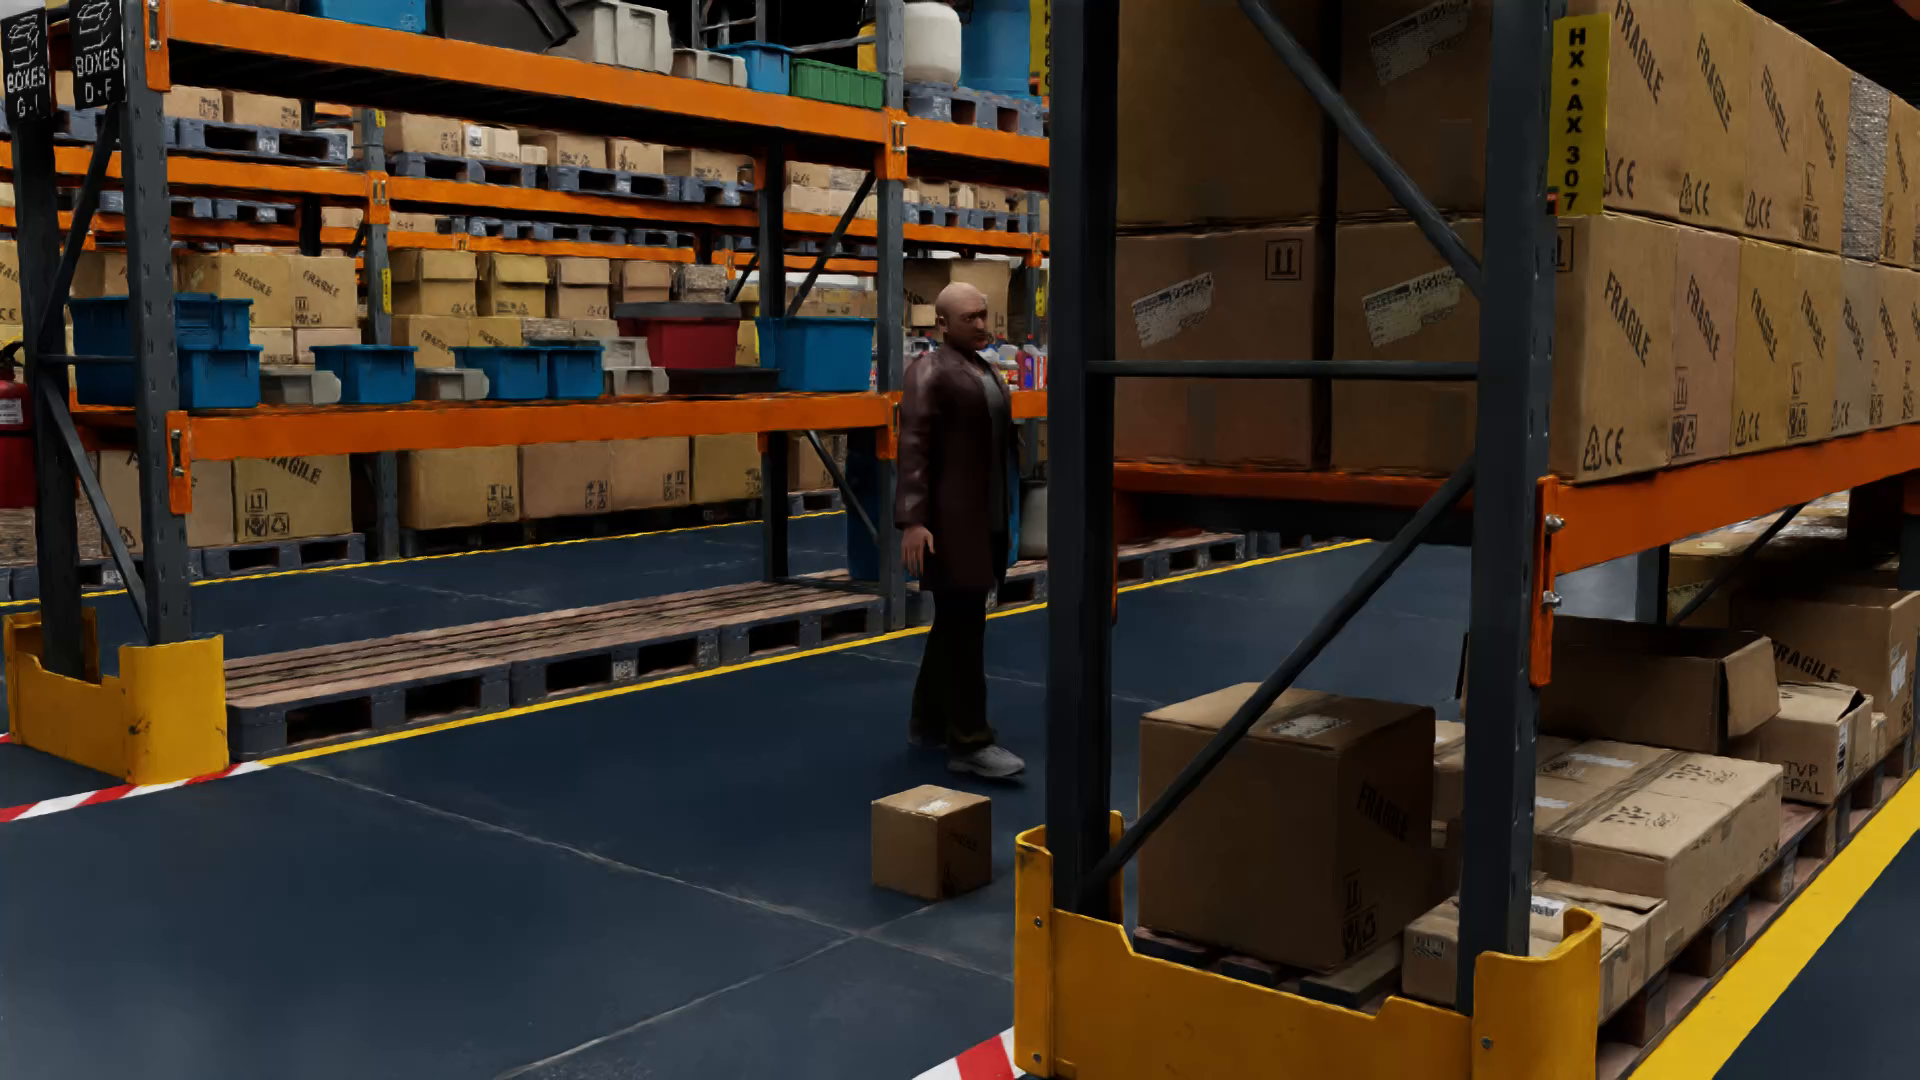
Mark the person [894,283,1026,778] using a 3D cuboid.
[{"bbox_3d":[0.022,-0.045,6.091,0.640,1.779,0.749,4,7,29],"label":"person"}]
